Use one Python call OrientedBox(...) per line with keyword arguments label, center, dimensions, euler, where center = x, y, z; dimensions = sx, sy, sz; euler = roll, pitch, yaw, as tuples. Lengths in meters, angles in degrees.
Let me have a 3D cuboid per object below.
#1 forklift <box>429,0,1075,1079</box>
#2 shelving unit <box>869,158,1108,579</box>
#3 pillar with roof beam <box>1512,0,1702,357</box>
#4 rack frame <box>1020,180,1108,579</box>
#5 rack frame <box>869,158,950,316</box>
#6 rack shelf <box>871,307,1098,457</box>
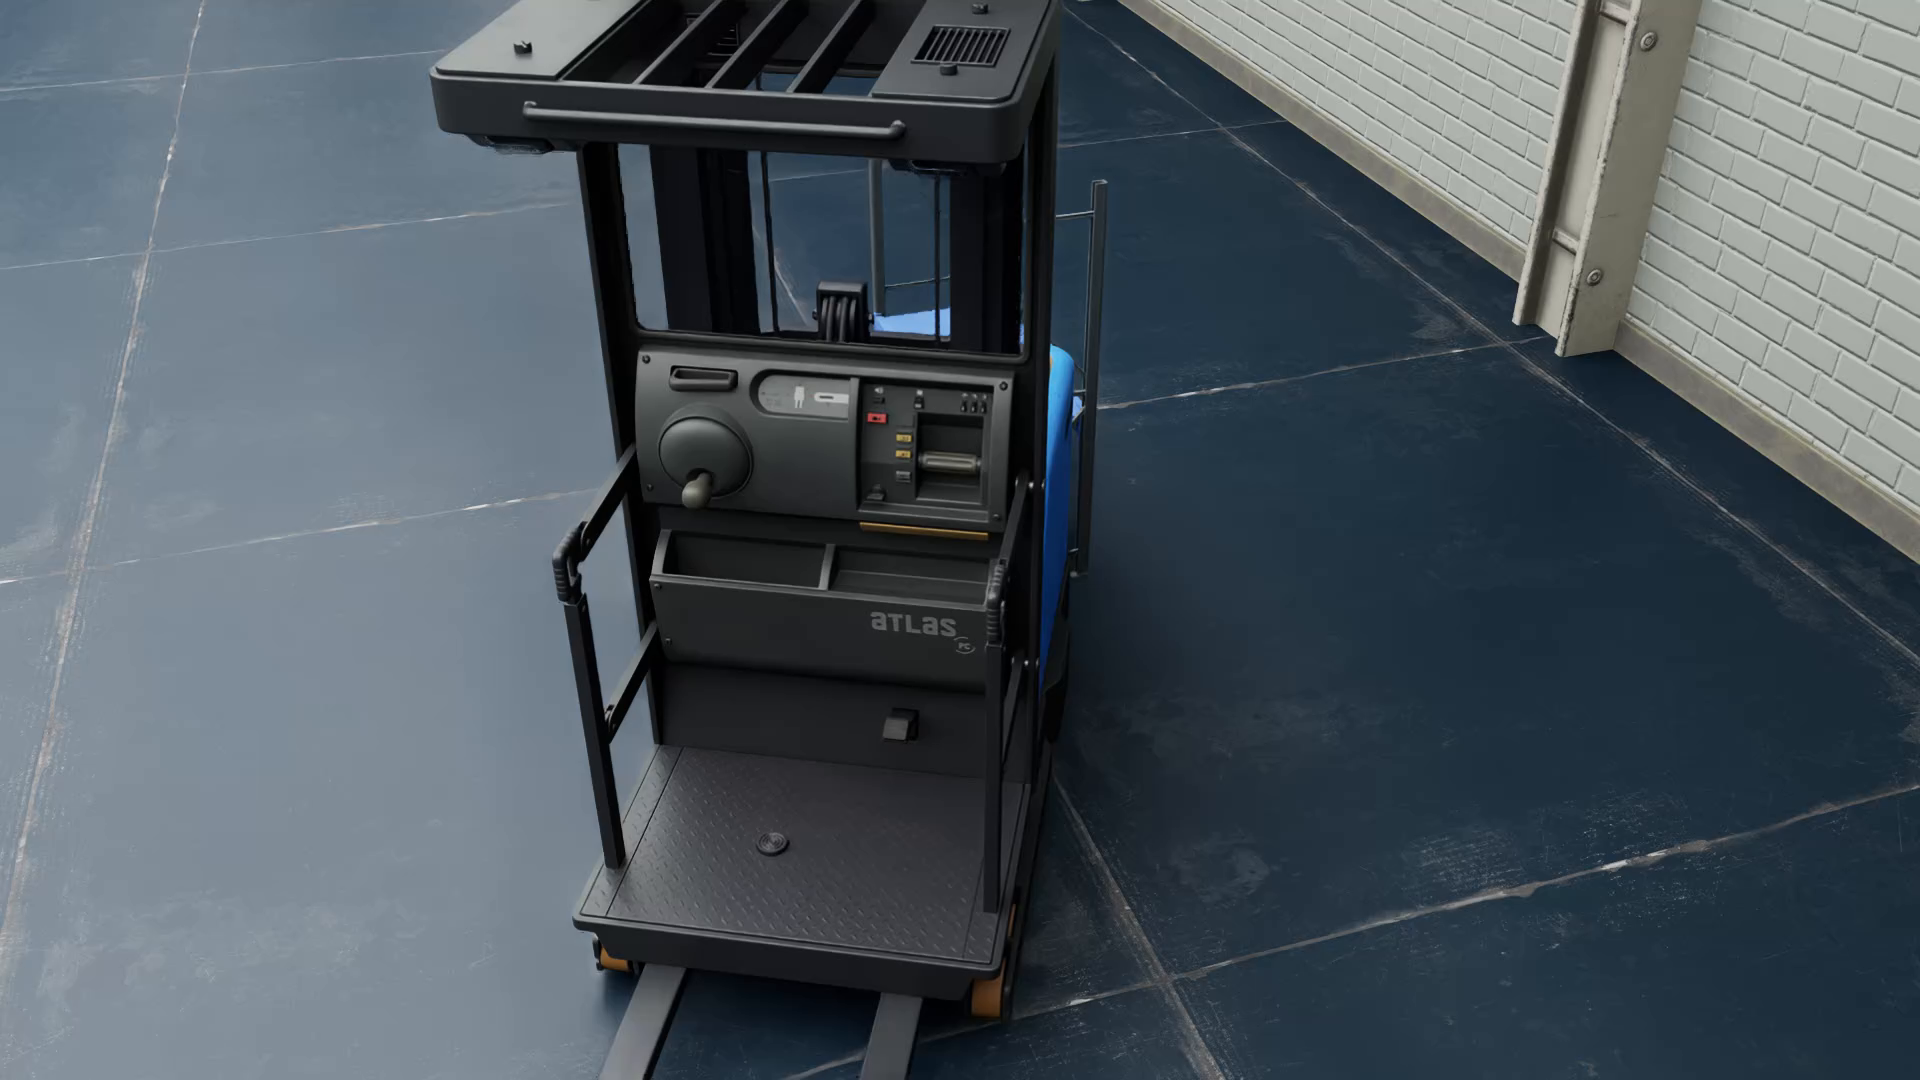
OrientedBox(label="forklift", center=(-0.367, -0.187, 3.875), dimensions=(1.130, 2.935, 3.031), euler=(5, 34, 8))
OrientedBox(label="shelving unit", center=(0.067, -0.729, 5.993), dimensions=(0.538, 1.500, 1.048), euler=(-10, 35, -15))
OrientedBox(label="pillar with roof beam", center=(-1.303, -3.984, 4.116), dimensions=(9.100, 9.000, 0.400), euler=(-10, 35, -15))
OrientedBox(label="rack frame", center=(0.224, -0.462, 5.589), dimensions=(0.500, 1.500, 0.032), euler=(-10, 35, -15))
OrientedBox(label="rack frame", center=(-0.090, -0.995, 6.396), dimensions=(0.500, 1.500, 0.032), euler=(-10, 35, -15))
OrientedBox(label="rack shelf", center=(0.067, -0.579, 6.092), dimensions=(0.538, 0.185, 1.000), euler=(-10, 35, -15))
